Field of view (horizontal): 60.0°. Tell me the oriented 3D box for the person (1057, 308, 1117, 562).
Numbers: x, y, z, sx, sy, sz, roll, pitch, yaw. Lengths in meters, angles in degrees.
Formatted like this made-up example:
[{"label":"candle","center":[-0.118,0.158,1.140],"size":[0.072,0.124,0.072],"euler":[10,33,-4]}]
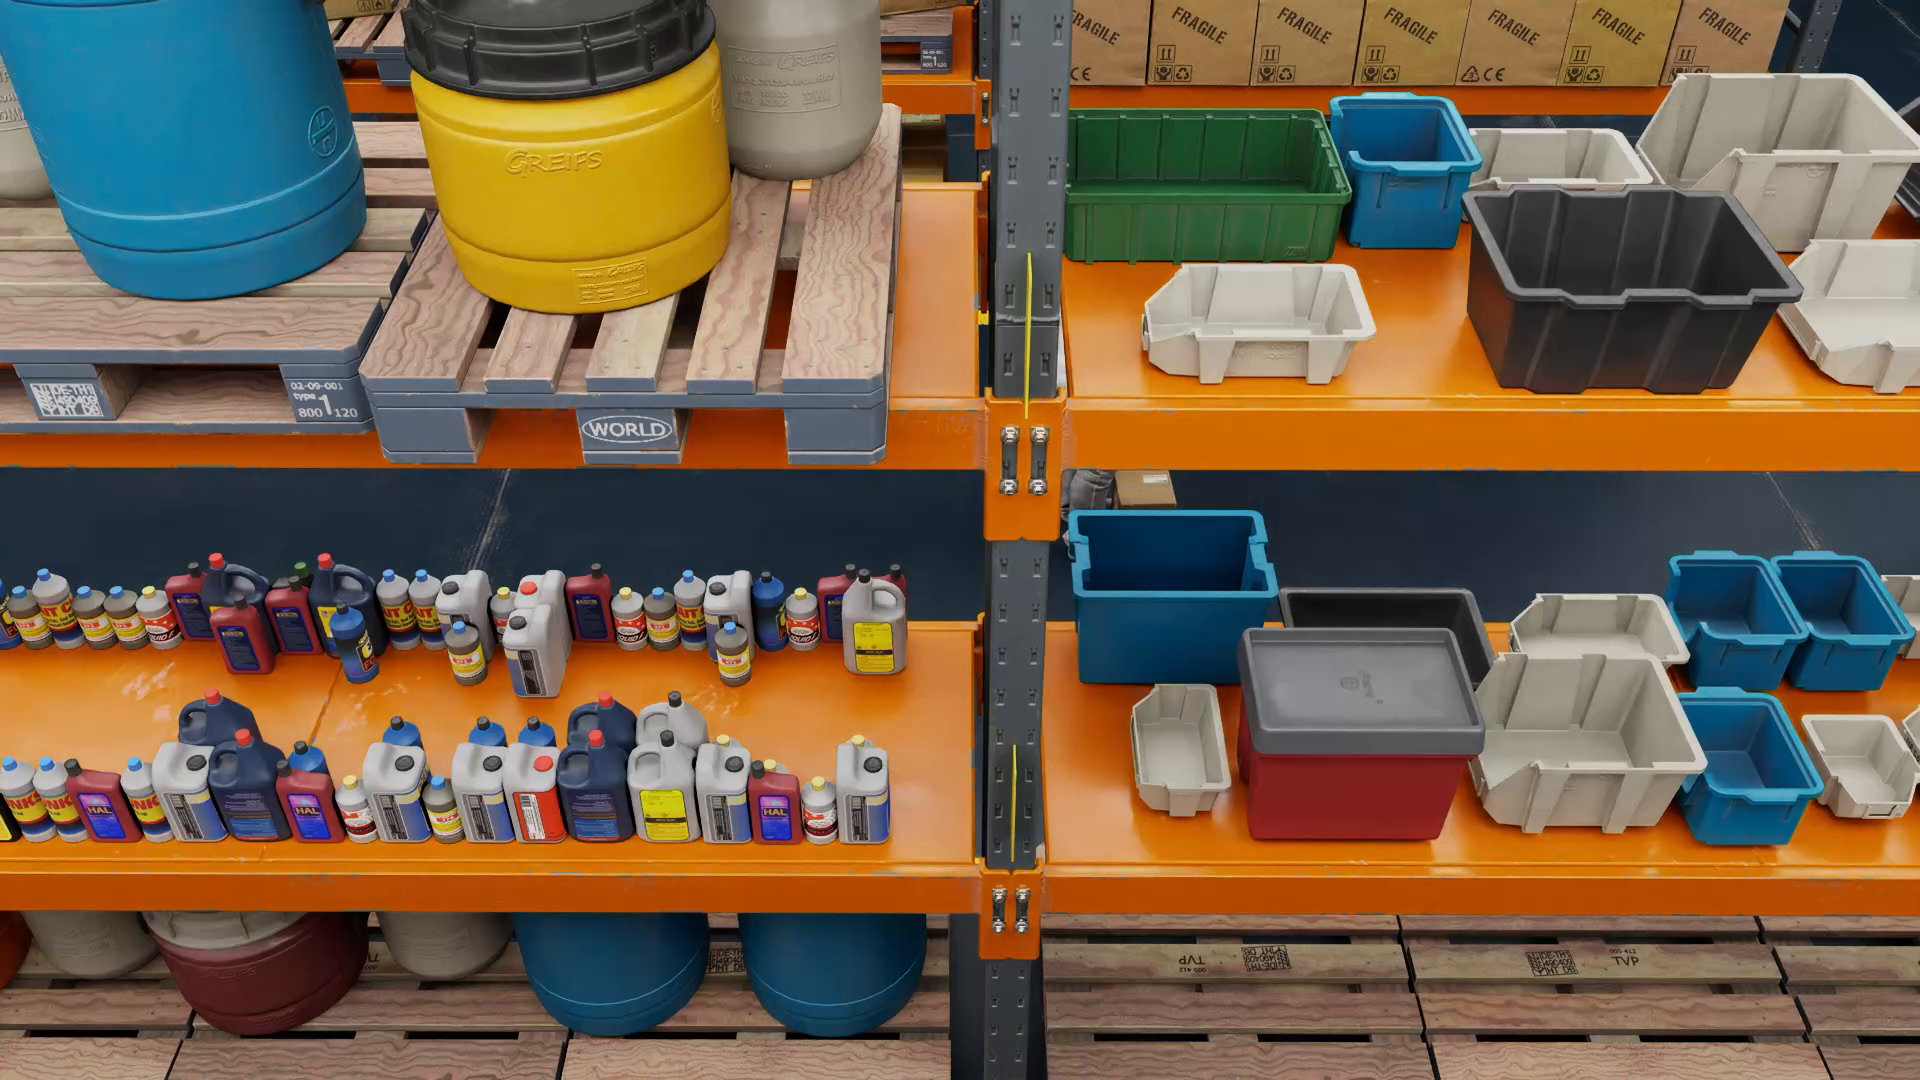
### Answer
[{"label":"person","center":[0.602,-0.719,7.021],"size":[0.459,1.757,0.638],"euler":[-1,39,-1]}]
